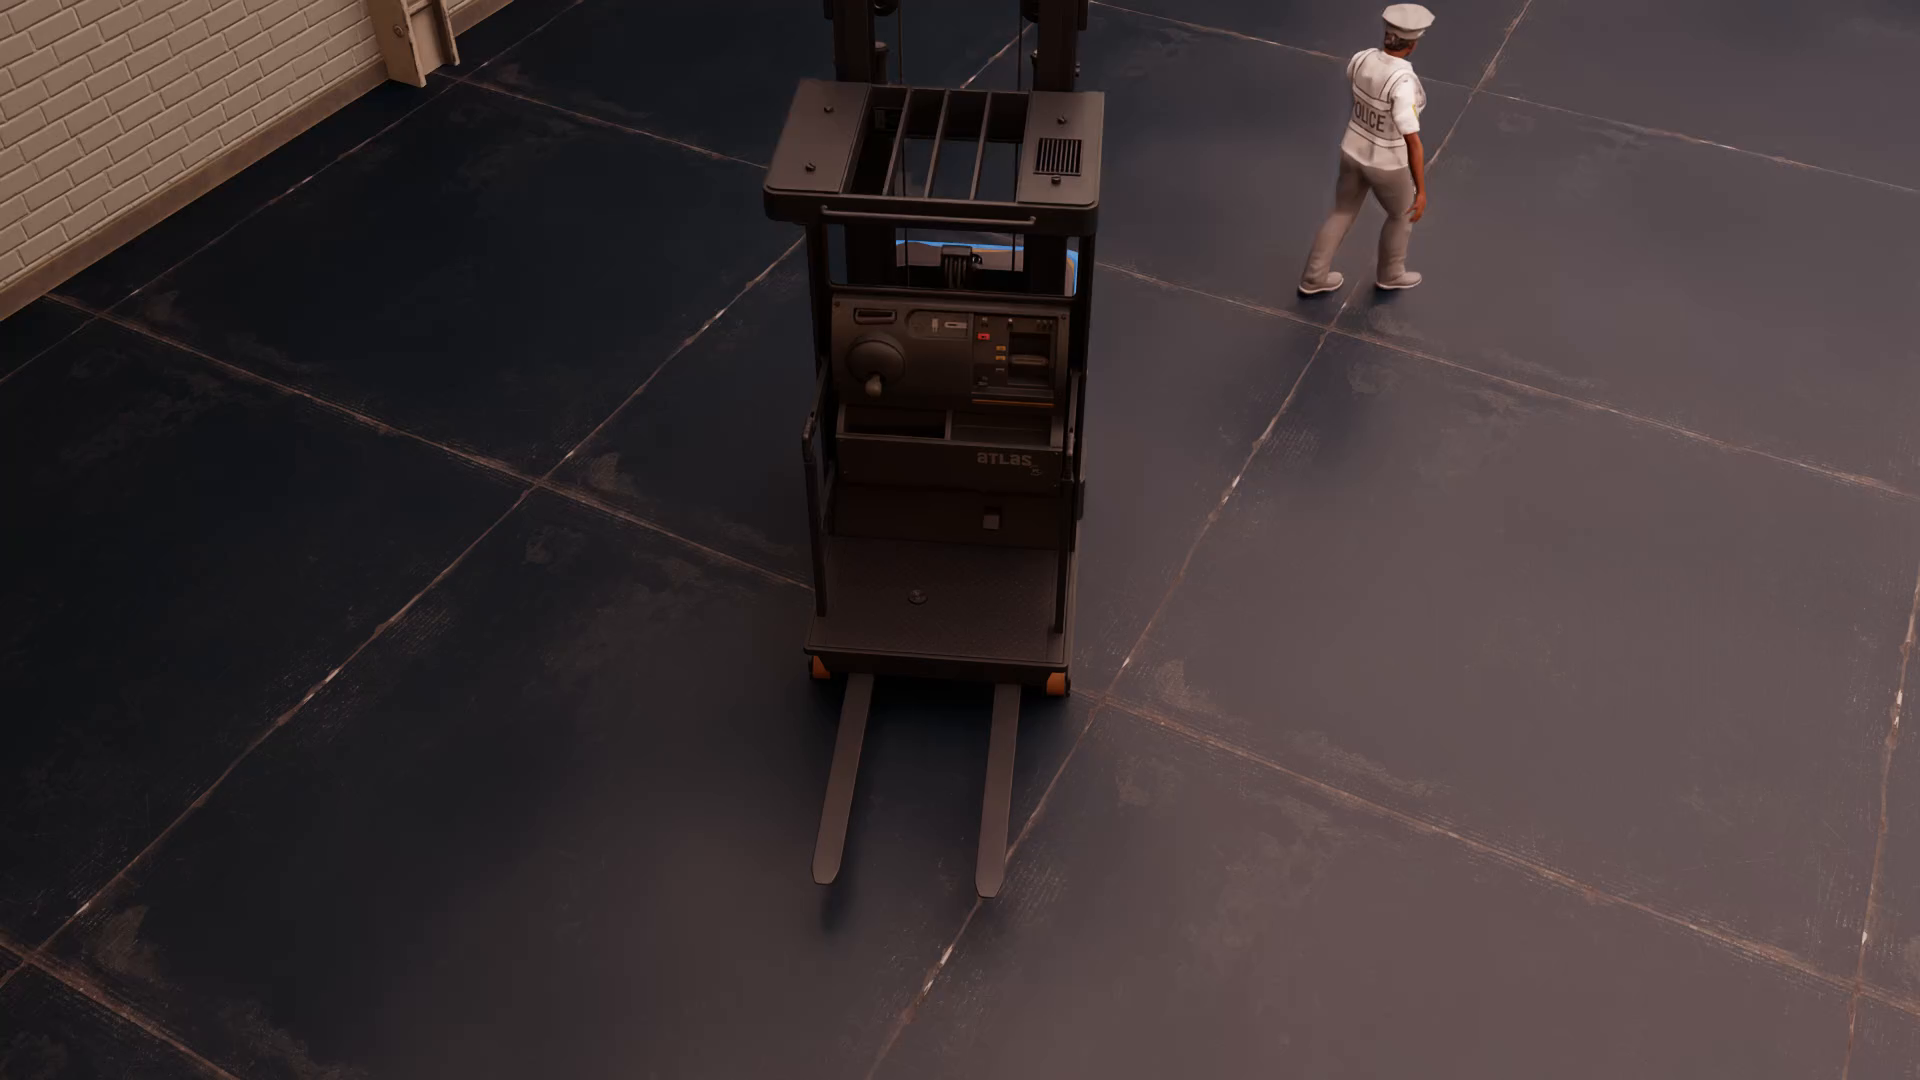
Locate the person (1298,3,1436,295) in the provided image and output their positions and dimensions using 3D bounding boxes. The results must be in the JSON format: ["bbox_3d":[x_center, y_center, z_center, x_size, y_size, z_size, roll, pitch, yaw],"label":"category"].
[{"bbox_3d":[2.261,-2.000,8.737,0.721,1.640,0.891,-23,48,-23],"label":"person"}]

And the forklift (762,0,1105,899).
[{"bbox_3d":[-0.059,-0.651,6.345,1.130,2.935,3.031,4,43,4],"label":"forklift"}]
